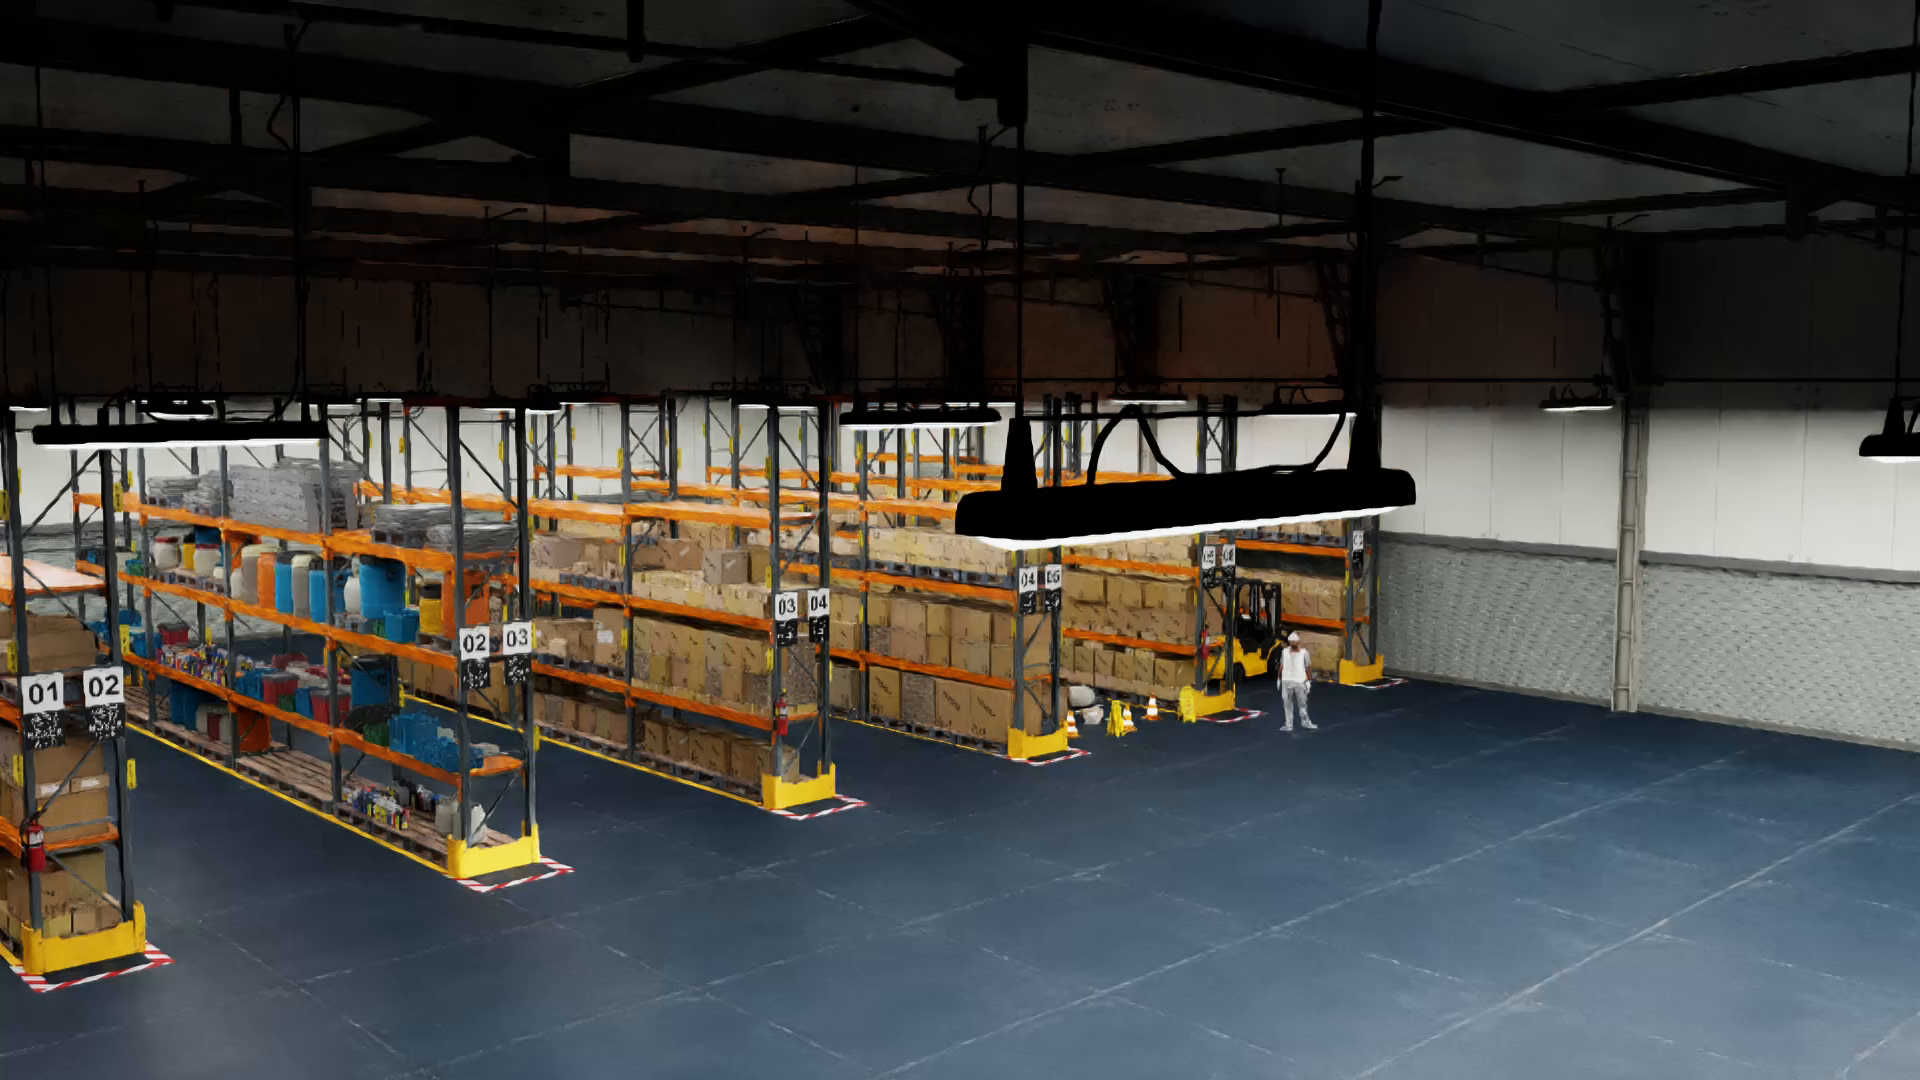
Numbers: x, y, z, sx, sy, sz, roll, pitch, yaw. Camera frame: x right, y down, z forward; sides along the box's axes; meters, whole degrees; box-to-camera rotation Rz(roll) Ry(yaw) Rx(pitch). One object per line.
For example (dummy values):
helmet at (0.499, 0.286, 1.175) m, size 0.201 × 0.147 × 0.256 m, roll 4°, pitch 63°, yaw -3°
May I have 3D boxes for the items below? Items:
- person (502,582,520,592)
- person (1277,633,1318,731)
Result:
person at (-11.618, 1.304, 43.298) m, size 0.616 × 1.721 × 0.972 m, roll -2°, pitch 6°, yaw -21°
person at (6.090, 2.553, 30.014) m, size 0.744 × 1.784 × 0.480 m, roll 2°, pitch 6°, yaw 17°
